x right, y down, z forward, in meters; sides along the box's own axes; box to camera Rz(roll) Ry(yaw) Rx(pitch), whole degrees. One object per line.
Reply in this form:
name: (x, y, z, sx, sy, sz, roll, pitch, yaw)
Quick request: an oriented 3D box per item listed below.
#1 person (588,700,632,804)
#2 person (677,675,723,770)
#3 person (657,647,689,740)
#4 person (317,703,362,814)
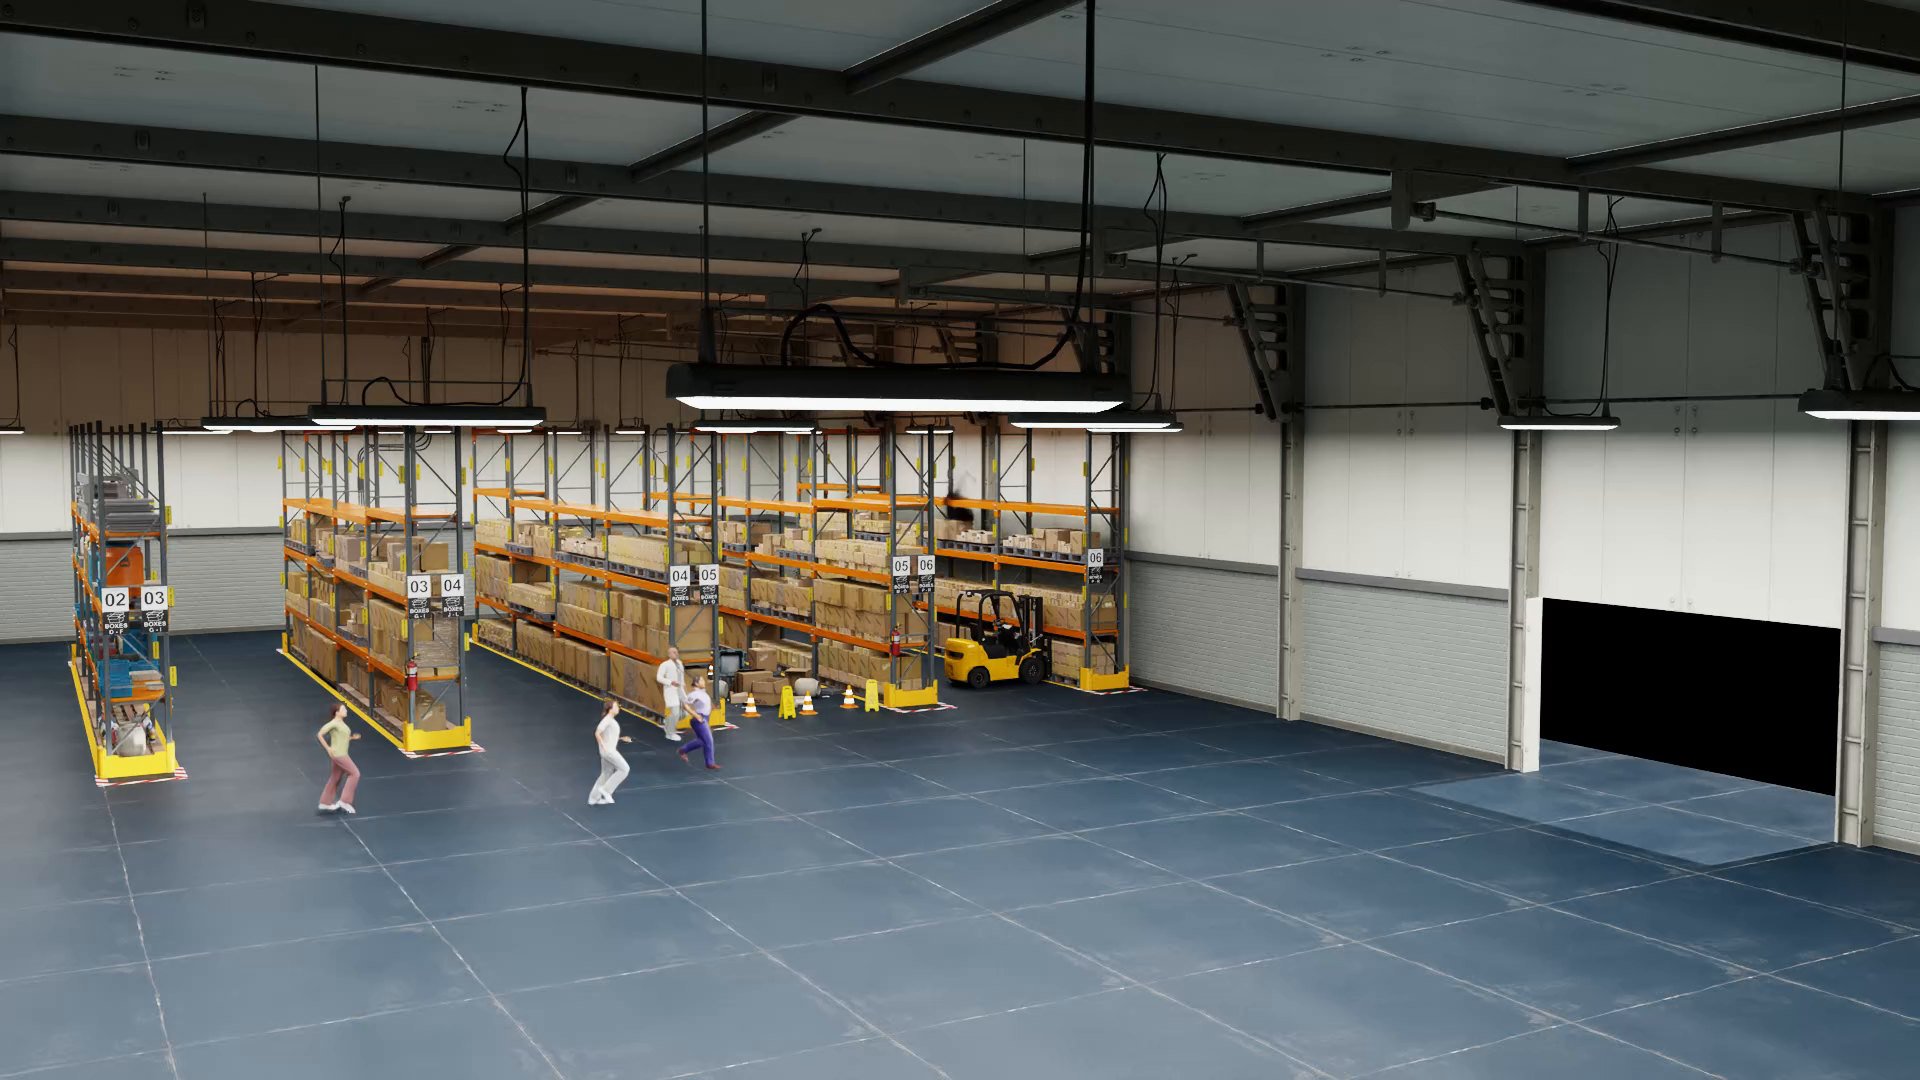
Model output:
person: (-5.452, 3.295, 25.902, 0.685, 1.620, 0.490, -1, 4, -10)
person: (-4.503, 3.136, 28.668, 0.862, 1.617, 0.619, 1, 4, 9)
person: (-5.405, 2.916, 31.516, 0.647, 1.741, 0.742, 3, 4, 37)
person: (-9.451, 3.323, 25.333, 0.661, 1.695, 0.557, -1, 4, -12)
